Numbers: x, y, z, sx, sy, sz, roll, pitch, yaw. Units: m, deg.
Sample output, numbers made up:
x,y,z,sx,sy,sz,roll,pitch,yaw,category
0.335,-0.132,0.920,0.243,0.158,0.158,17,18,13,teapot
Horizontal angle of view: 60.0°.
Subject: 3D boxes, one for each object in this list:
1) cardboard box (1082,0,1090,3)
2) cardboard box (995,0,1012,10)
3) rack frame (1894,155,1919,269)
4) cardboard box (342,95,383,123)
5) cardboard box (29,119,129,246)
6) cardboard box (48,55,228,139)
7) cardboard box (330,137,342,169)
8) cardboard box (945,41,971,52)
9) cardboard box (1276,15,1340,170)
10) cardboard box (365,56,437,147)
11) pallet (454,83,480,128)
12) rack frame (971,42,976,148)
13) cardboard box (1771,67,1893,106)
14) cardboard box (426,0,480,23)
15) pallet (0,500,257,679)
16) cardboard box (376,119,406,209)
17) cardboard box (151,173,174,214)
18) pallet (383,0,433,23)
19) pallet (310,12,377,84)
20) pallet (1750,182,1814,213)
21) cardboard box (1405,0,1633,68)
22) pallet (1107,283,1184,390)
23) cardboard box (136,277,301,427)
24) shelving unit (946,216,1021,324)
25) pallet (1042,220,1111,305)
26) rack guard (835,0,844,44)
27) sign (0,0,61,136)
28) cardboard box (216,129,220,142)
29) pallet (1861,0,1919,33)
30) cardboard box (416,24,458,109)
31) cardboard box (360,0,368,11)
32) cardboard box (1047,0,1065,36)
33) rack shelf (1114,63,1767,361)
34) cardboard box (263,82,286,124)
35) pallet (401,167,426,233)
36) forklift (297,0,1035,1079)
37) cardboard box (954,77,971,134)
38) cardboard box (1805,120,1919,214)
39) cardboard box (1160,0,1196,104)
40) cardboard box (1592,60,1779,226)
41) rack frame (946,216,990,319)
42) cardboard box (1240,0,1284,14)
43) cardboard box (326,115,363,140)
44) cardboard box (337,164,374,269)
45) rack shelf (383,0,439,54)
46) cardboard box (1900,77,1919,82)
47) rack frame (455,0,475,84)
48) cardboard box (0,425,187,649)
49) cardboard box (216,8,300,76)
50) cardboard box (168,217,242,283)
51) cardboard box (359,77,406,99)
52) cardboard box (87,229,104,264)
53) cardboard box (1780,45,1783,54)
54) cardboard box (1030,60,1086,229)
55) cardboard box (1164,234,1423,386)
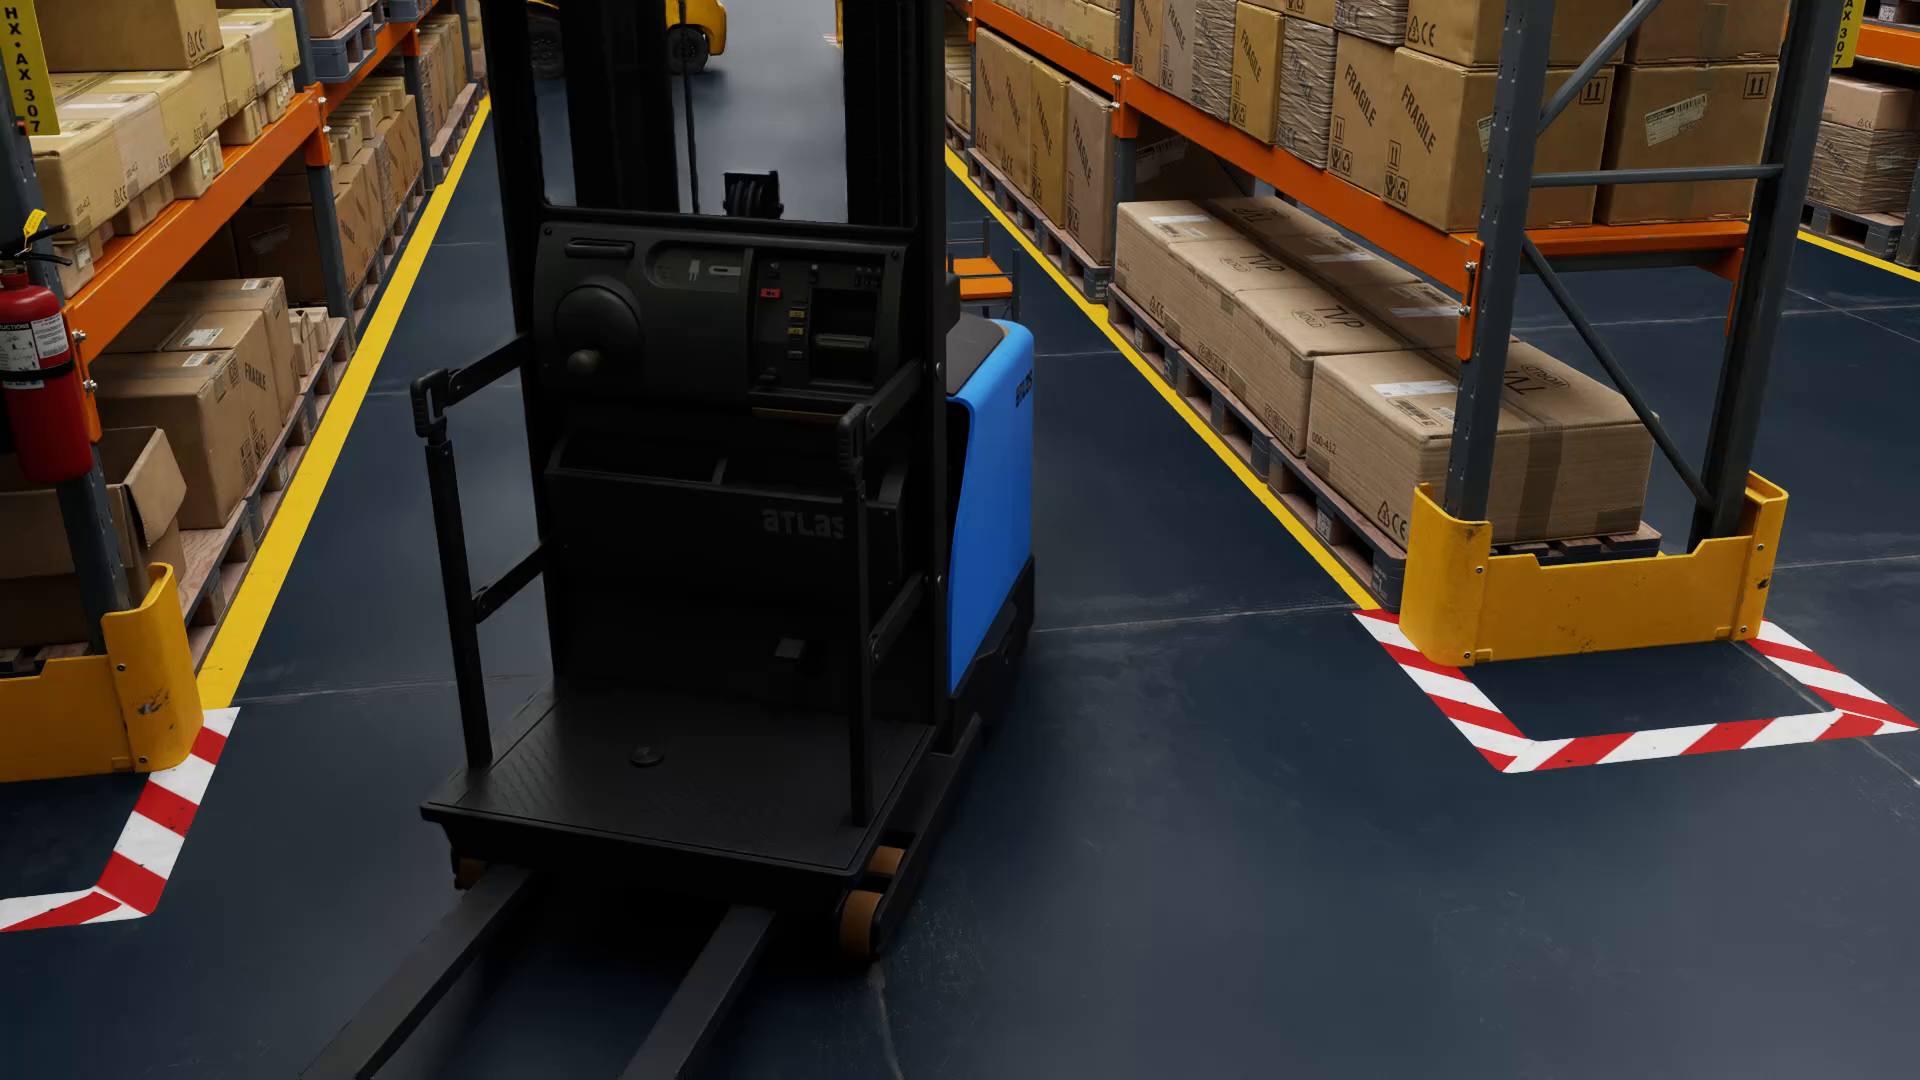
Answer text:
x,y,z,sx,sy,sz,roll,pitch,yaw,category
0.902,-3.169,9.320,0.500,0.250,0.500,-4,24,-8,cardboard box
0.538,-3.750,11.275,0.500,0.250,0.500,-5,24,-11,cardboard box
6.168,-3.063,9.515,1.000,3.000,0.127,-4,24,-10,rack frame
-3.865,-2.711,10.497,0.380,0.149,0.250,-4,24,-8,cardboard box
-2.635,-0.981,4.563,0.500,0.250,0.500,-4,24,-9,cardboard box
-2.941,-1.578,5.930,0.500,0.250,0.500,-5,24,-11,cardboard box
-3.610,-2.103,9.106,0.380,0.149,0.250,-5,24,-11,cardboard box
0.078,-4.303,15.113,0.950,0.372,0.625,-3,24,-6,cardboard box
1.529,-1.700,6.269,0.500,0.500,0.500,-4,24,-8,cardboard box
-4.397,-3.212,12.299,0.875,0.625,0.625,-4,24,-8,cardboard box
-4.860,-3.870,14.847,1.003,0.211,1.213,-4,24,-10,pallet
0.582,-4.230,12.188,1.000,3.000,0.127,-4,24,-10,rack frame
5.700,-2.931,10.874,0.500,0.250,0.500,-3,24,-7,cardboard box
-4.816,-5.039,15.701,0.500,0.250,0.500,-5,24,-11,cardboard box
-2.978,0.220,5.483,1.003,0.211,1.213,-4,24,-10,pallet
-3.824,-2.355,10.492,0.500,0.500,0.500,-3,24,-7,cardboard box
-2.824,-1.155,5.460,0.380,0.149,0.250,-4,24,-9,cardboard box
-4.101,-3.512,10.783,1.213,0.211,1.003,-4,24,-10,pallet
-3.596,-2.522,8.517,1.003,0.211,1.213,-4,24,-10,pallet
5.793,-2.572,11.875,1.003,0.211,1.213,-4,24,-10,pallet
1.738,-1.759,5.157,0.500,0.500,0.500,-4,24,-8,cardboard box
1.386,-1.074,8.445,1.003,0.211,1.213,-4,24,-10,pallet
-3.148,-0.757,6.833,0.700,0.500,0.500,-5,24,-12,cardboard box
0.031,-0.485,5.861,0.258,1.200,0.503,-4,24,-10,shelving unit
1.105,-1.677,9.826,1.003,0.211,1.213,-4,24,-10,pallet
-0.883,-6.201,19.825,1.175,0.500,0.348,-4,24,-10,rack guard
-2.283,-1.152,4.057,0.100,0.325,0.005,-4,24,-10,sign
-3.073,-1.551,6.369,0.380,0.149,0.250,-4,24,-9,cardboard box
6.169,-3.286,10.267,1.003,0.211,1.213,-4,24,-10,pallet
-4.791,-4.029,14.169,0.875,0.625,0.625,-5,24,-10,cardboard box
-3.435,-2.994,9.000,0.396,0.266,0.258,-3,24,-7,cardboard box
0.823,-3.146,9.893,0.500,0.250,0.500,-5,24,-11,cardboard box
1.692,-1.540,6.928,1.077,0.370,4.000,-4,24,-10,rack shelf
-3.107,-1.865,7.086,0.380,0.149,0.250,-4,24,-8,cardboard box
-4.194,-2.287,11.223,1.003,0.211,1.213,-4,24,-10,pallet
-0.635,-0.515,3.767,1.130,2.935,3.031,6,24,14,forklift
0.488,-3.441,13.140,0.950,0.372,0.625,-6,24,-13,cardboard box
5.783,-2.382,10.555,0.500,0.500,0.500,-5,24,-11,cardboard box
1.240,-2.300,7.645,0.500,0.500,0.500,-4,24,-9,cardboard box
2.255,-1.339,5.444,0.500,0.500,0.500,-4,24,-10,cardboard box
-0.014,-0.581,6.081,0.240,1.200,0.015,-4,24,-10,rack frame
1.433,-2.356,6.522,0.500,0.500,0.500,-4,24,-10,cardboard box
-3.742,-2.406,9.799,0.380,0.149,0.250,-4,24,-10,cardboard box
-3.532,-1.751,9.109,0.500,0.500,0.500,-5,24,-10,cardboard box
-4.665,-4.318,13.289,1.077,0.370,4.000,-4,24,-10,rack shelf
6.291,-2.764,10.492,0.500,0.250,0.500,-5,24,-12,cardboard box
-5.035,-5.435,14.946,1.000,3.000,0.127,-4,24,-10,rack frame
-2.836,-0.011,5.121,0.797,0.503,0.637,-5,24,-12,cardboard box
-3.222,-2.173,7.294,0.500,0.250,0.500,-4,24,-8,cardboard box
-3.937,-1.506,8.549,0.500,0.500,0.500,-4,24,-10,cardboard box
-3.955,-3.030,11.228,0.380,0.149,0.250,-5,24,-12,cardboard box
-2.700,-0.846,4.753,0.380,0.149,0.250,-4,24,-8,cardboard box
5.995,-3.378,11.899,0.500,0.250,0.500,-4,24,-9,cardboard box
0.954,-2.468,10.284,0.875,0.875,0.875,-4,24,-8,cardboard box
1.499,-1.068,7.624,0.875,0.438,0.875,-5,24,-11,cardboard box
